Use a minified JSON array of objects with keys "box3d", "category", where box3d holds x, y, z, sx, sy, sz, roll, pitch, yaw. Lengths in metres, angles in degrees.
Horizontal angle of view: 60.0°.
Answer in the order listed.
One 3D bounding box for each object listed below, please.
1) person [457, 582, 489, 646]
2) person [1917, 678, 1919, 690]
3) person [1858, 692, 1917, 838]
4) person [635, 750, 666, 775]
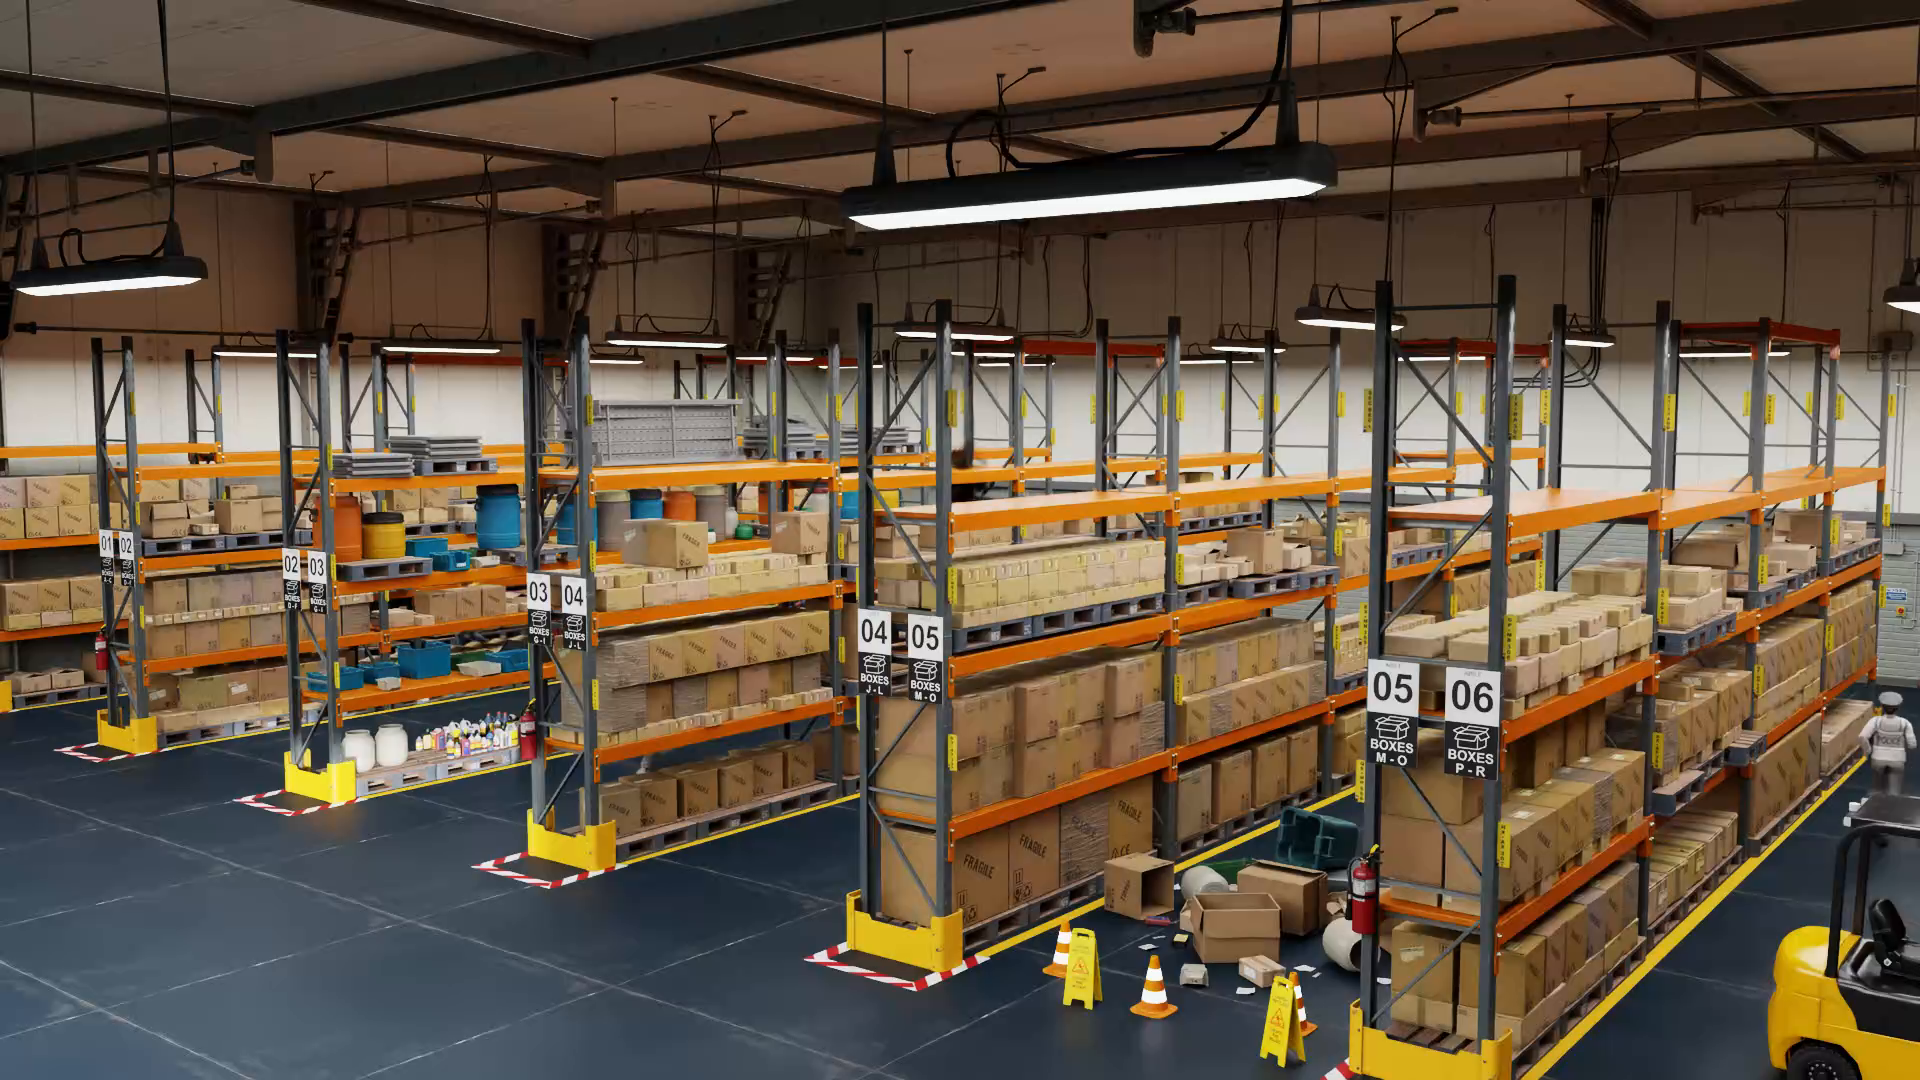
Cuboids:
[{"box3d":[-9.490,1.464,32.213,0.686,1.773,0.886,4,6,37],"category":"person"},{"box3d":[13.619,2.333,23.110,0.574,1.667,0.893,3,6,30],"category":"person"},{"box3d":[10.783,2.629,19.349,0.596,1.740,0.714,3,6,32],"category":"person"},{"box3d":[-4.199,2.321,22.810,0.677,1.746,0.875,2,6,26],"category":"person"}]
